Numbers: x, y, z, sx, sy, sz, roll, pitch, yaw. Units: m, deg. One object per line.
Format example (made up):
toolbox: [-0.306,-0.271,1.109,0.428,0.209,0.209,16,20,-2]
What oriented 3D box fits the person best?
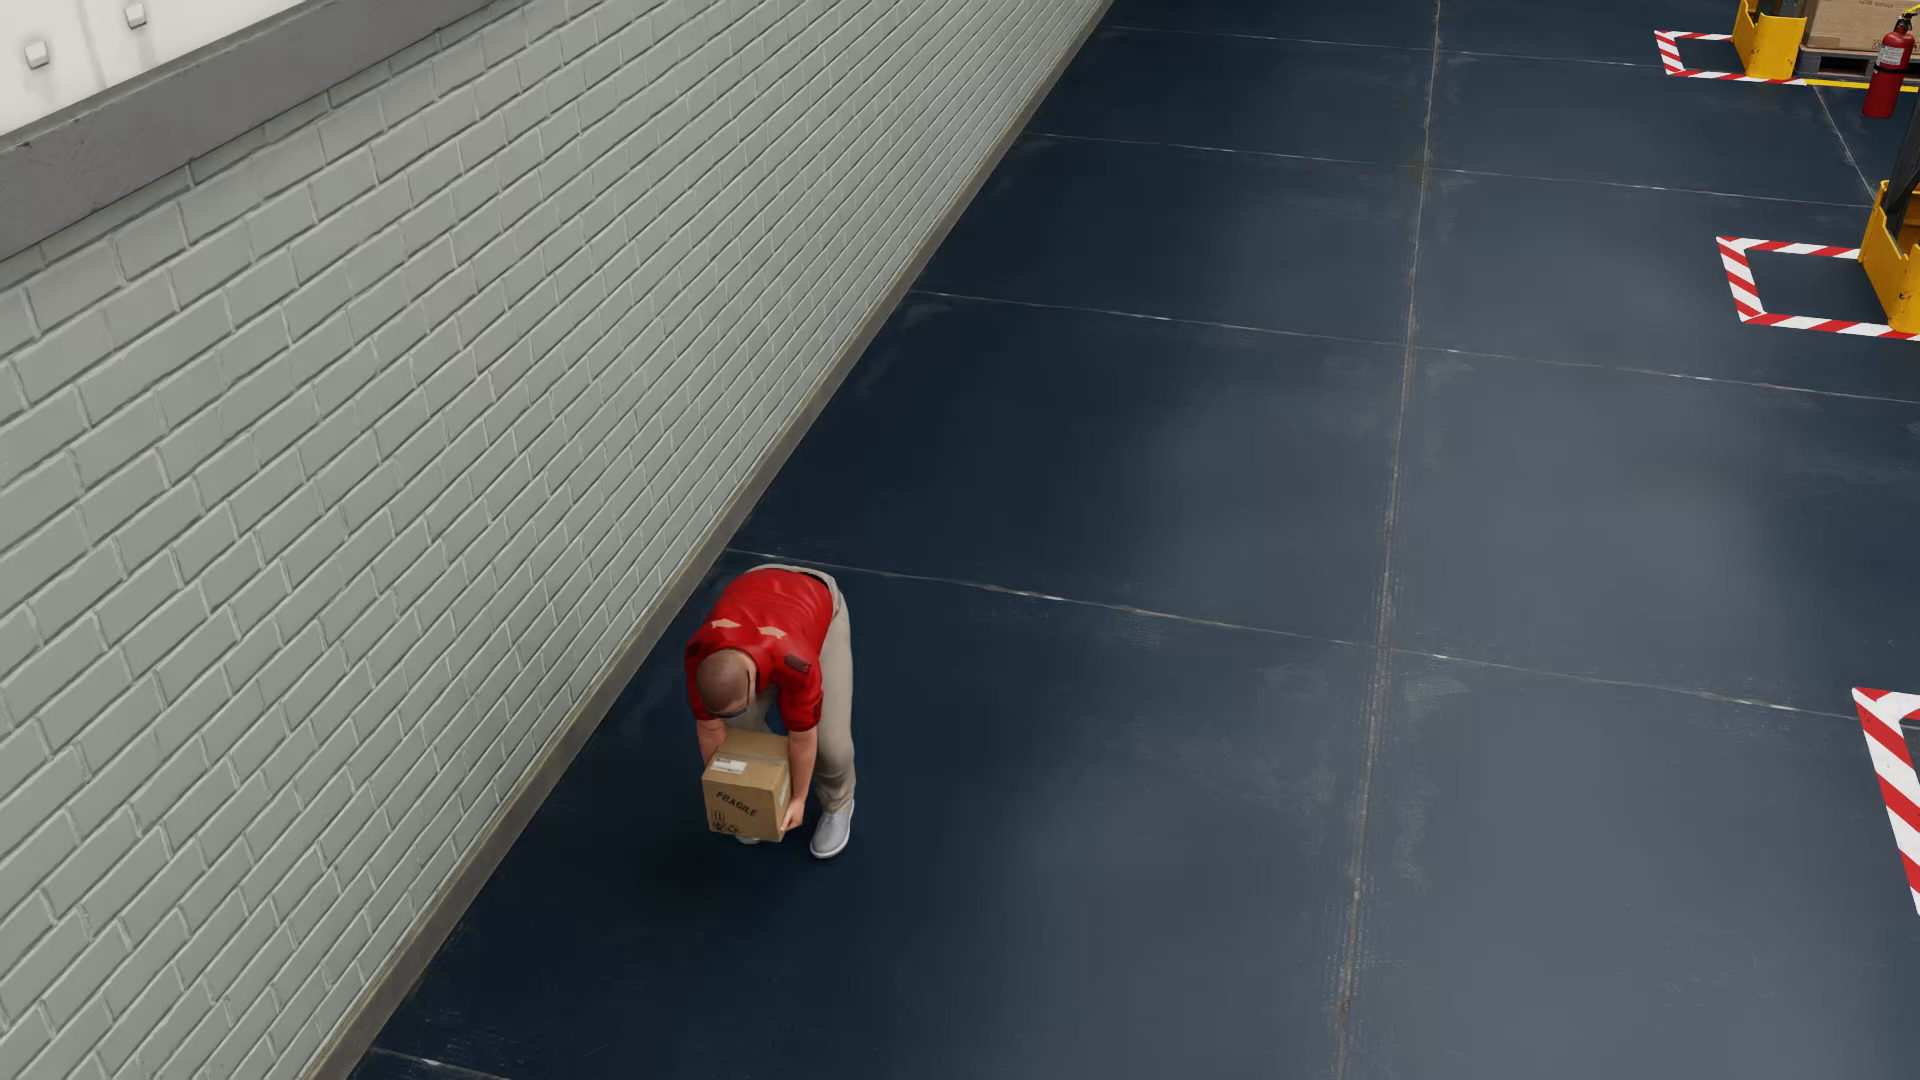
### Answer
person: [-0.651,0.655,5.627,0.487,1.198,0.940,7,33,11]
